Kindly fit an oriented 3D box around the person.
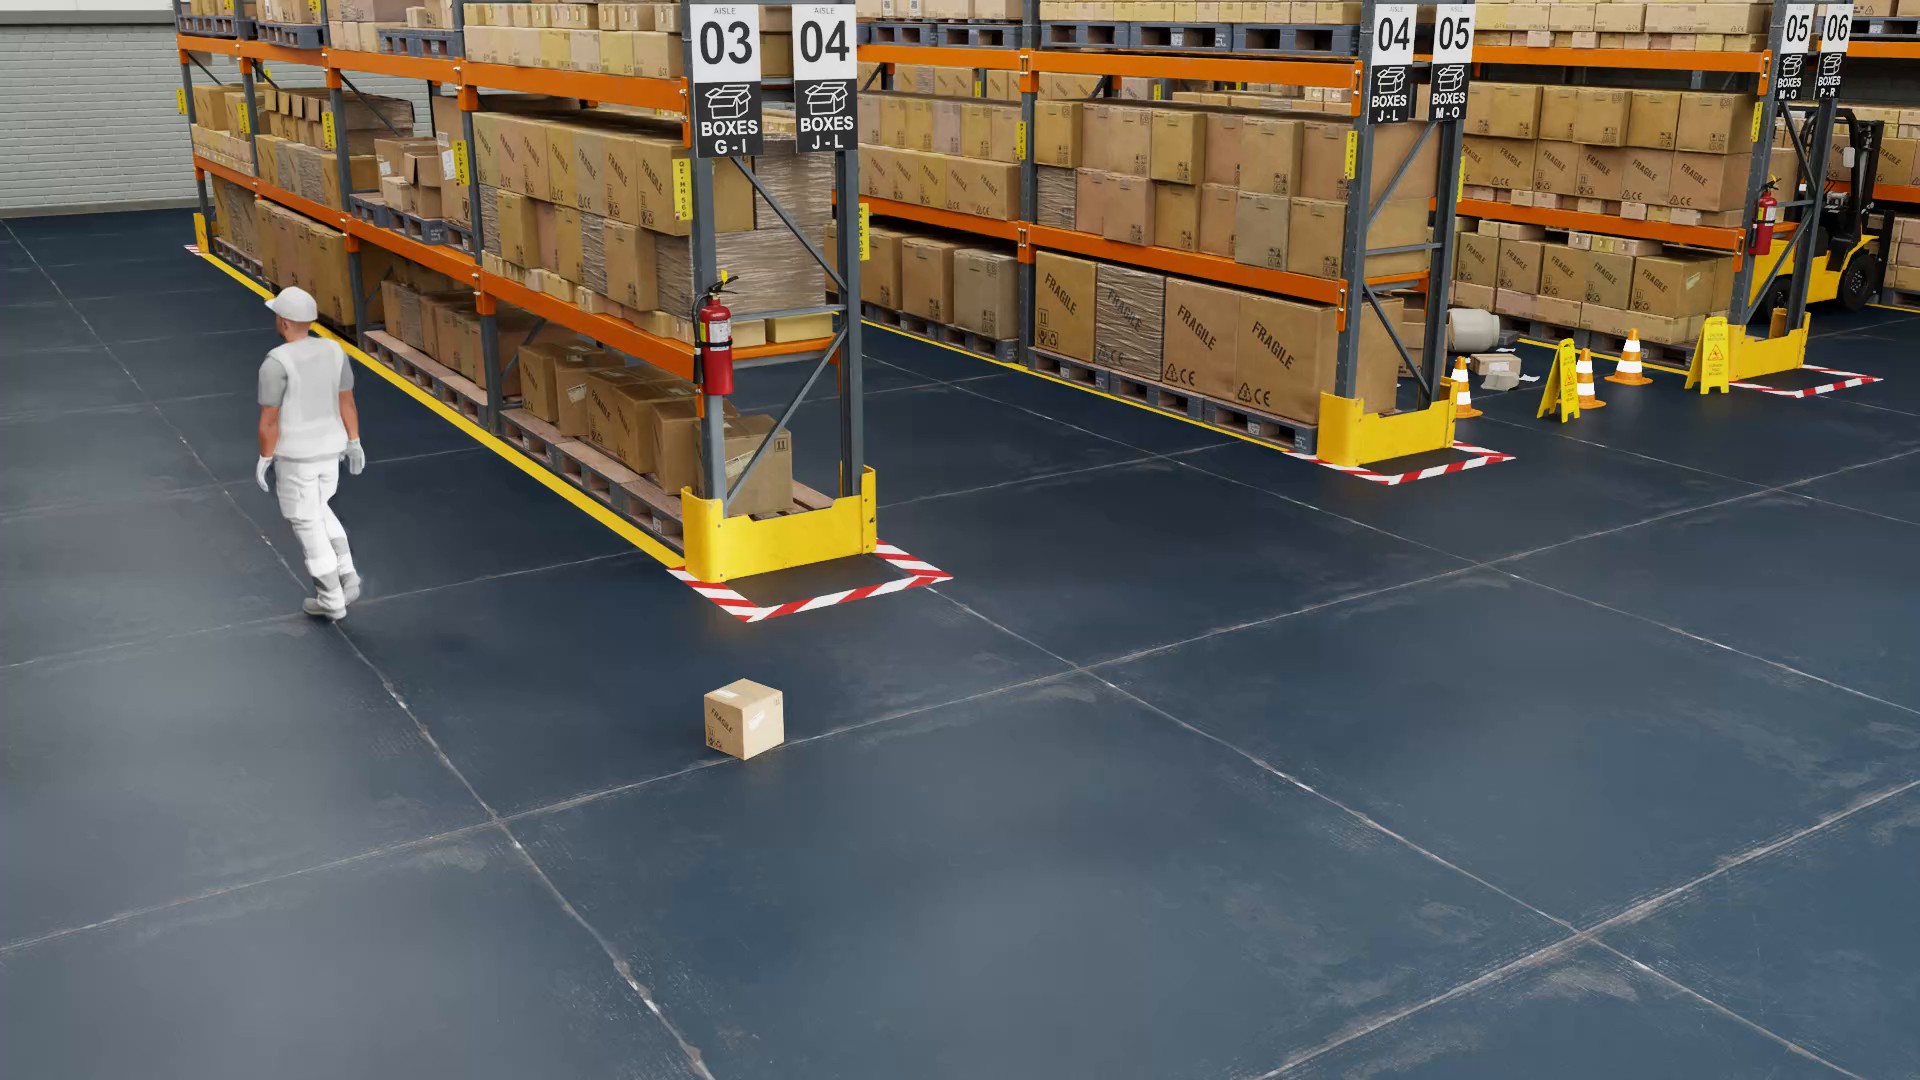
[{"bbox_3d":[-3.489,-0.455,8.848,0.447,1.801,0.581,10,20,29],"label":"person"}]
